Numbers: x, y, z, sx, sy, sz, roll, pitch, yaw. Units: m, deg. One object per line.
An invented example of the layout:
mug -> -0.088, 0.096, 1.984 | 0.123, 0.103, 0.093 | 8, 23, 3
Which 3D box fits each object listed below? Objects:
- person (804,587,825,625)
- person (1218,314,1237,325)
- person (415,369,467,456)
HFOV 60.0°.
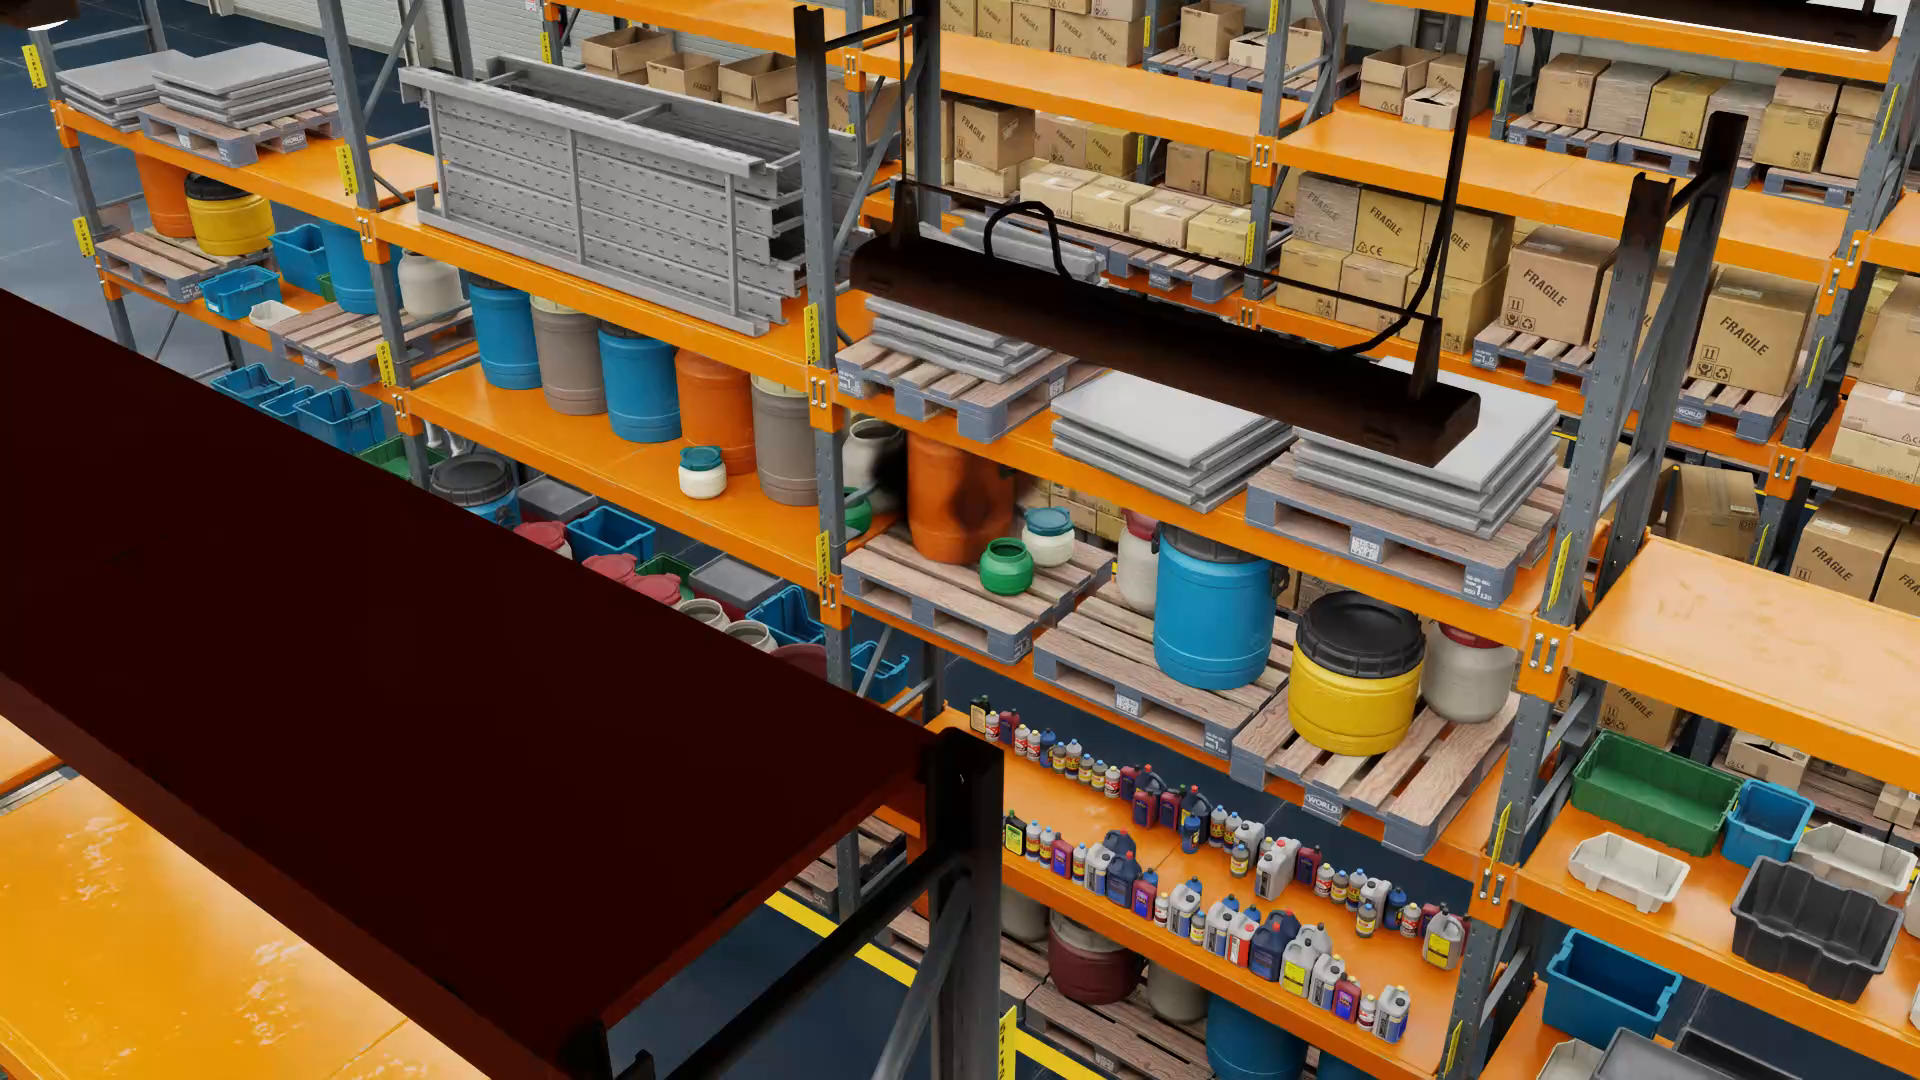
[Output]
person -> -1.066, 0.332, 13.037 | 0.408, 1.772, 0.619 | -26, 40, -35
person -> 2.605, -1.597, 16.187 | 0.465, 1.783, 0.631 | -9, 33, -14
person -> -5.158, -1.557, 16.209 | 0.620, 1.857, 0.394 | 12, 34, 19
